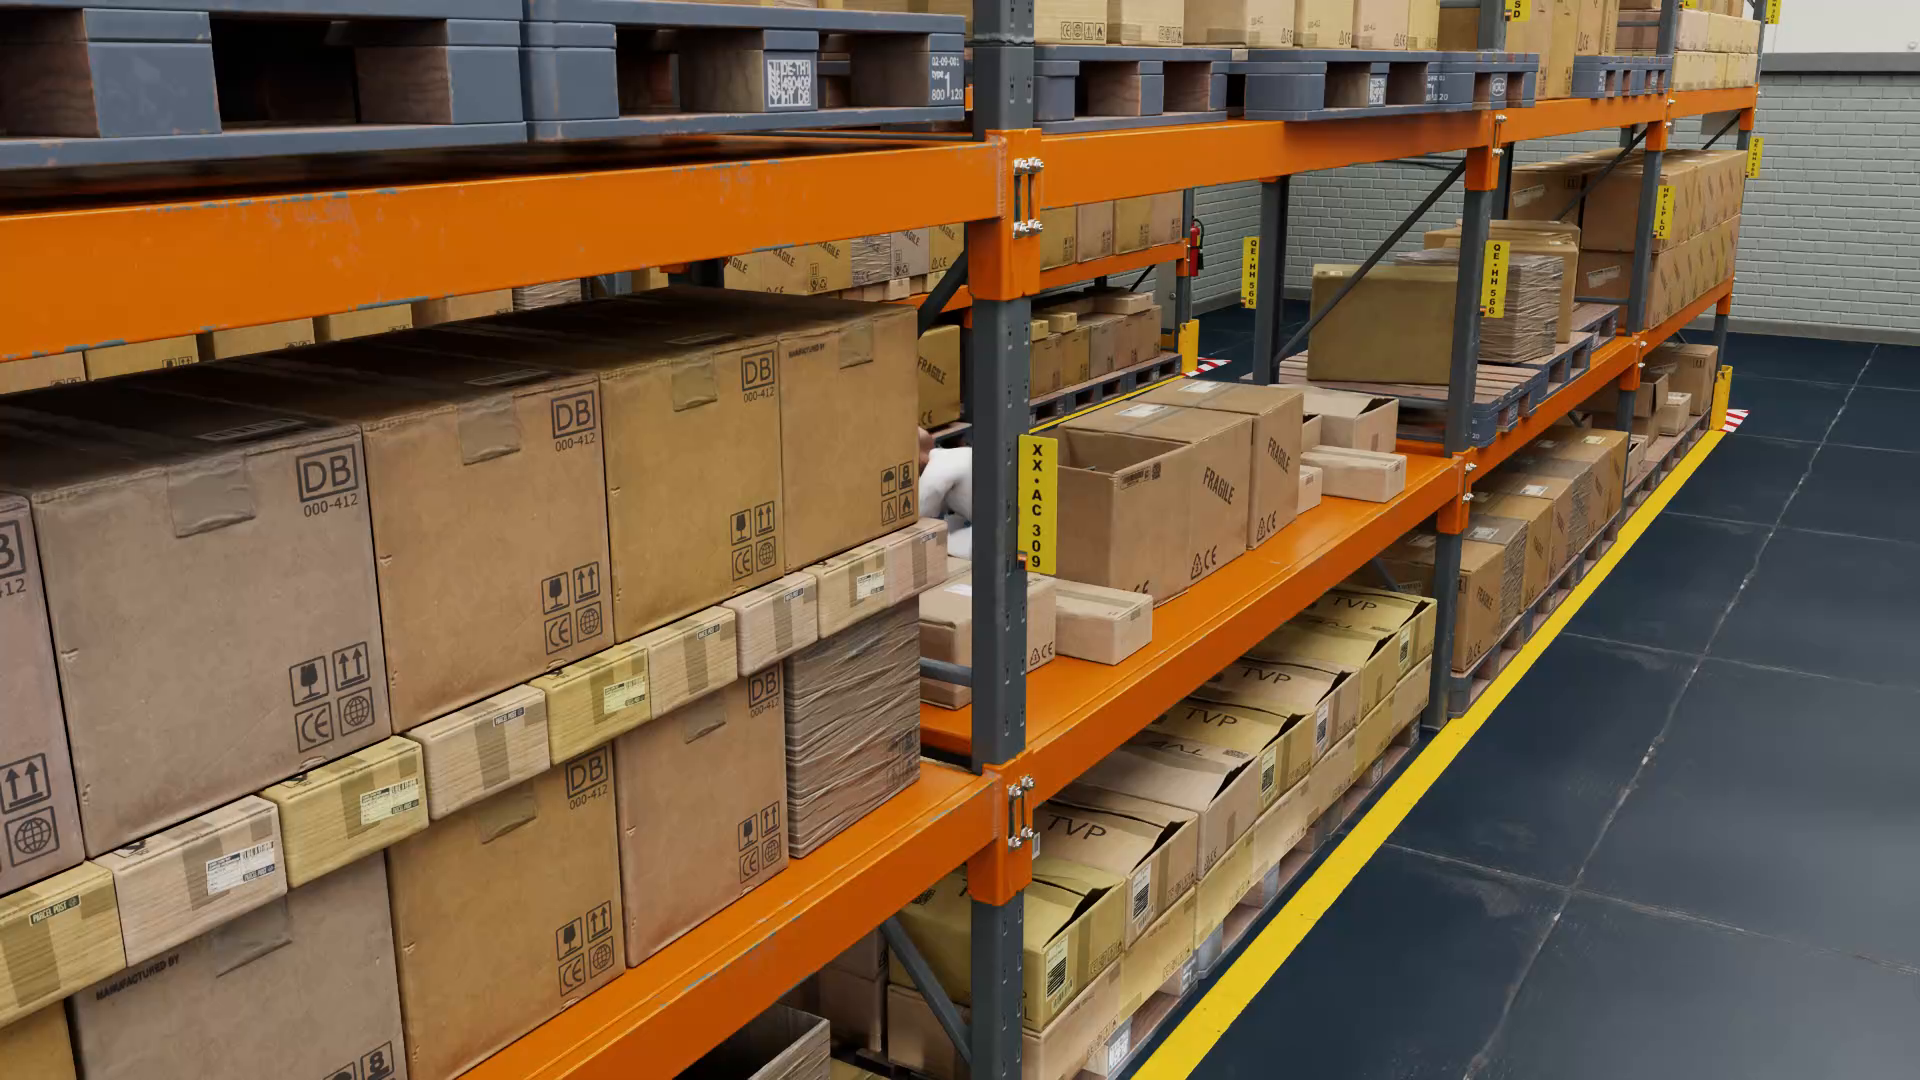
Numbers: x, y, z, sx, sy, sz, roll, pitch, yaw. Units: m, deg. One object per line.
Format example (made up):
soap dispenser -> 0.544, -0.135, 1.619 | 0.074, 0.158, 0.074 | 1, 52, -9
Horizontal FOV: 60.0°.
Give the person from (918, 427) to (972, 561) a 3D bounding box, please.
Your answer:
person -> 0.033, -0.002, 8.753 | 0.851, 1.129, 0.619 | 10, 18, 30
